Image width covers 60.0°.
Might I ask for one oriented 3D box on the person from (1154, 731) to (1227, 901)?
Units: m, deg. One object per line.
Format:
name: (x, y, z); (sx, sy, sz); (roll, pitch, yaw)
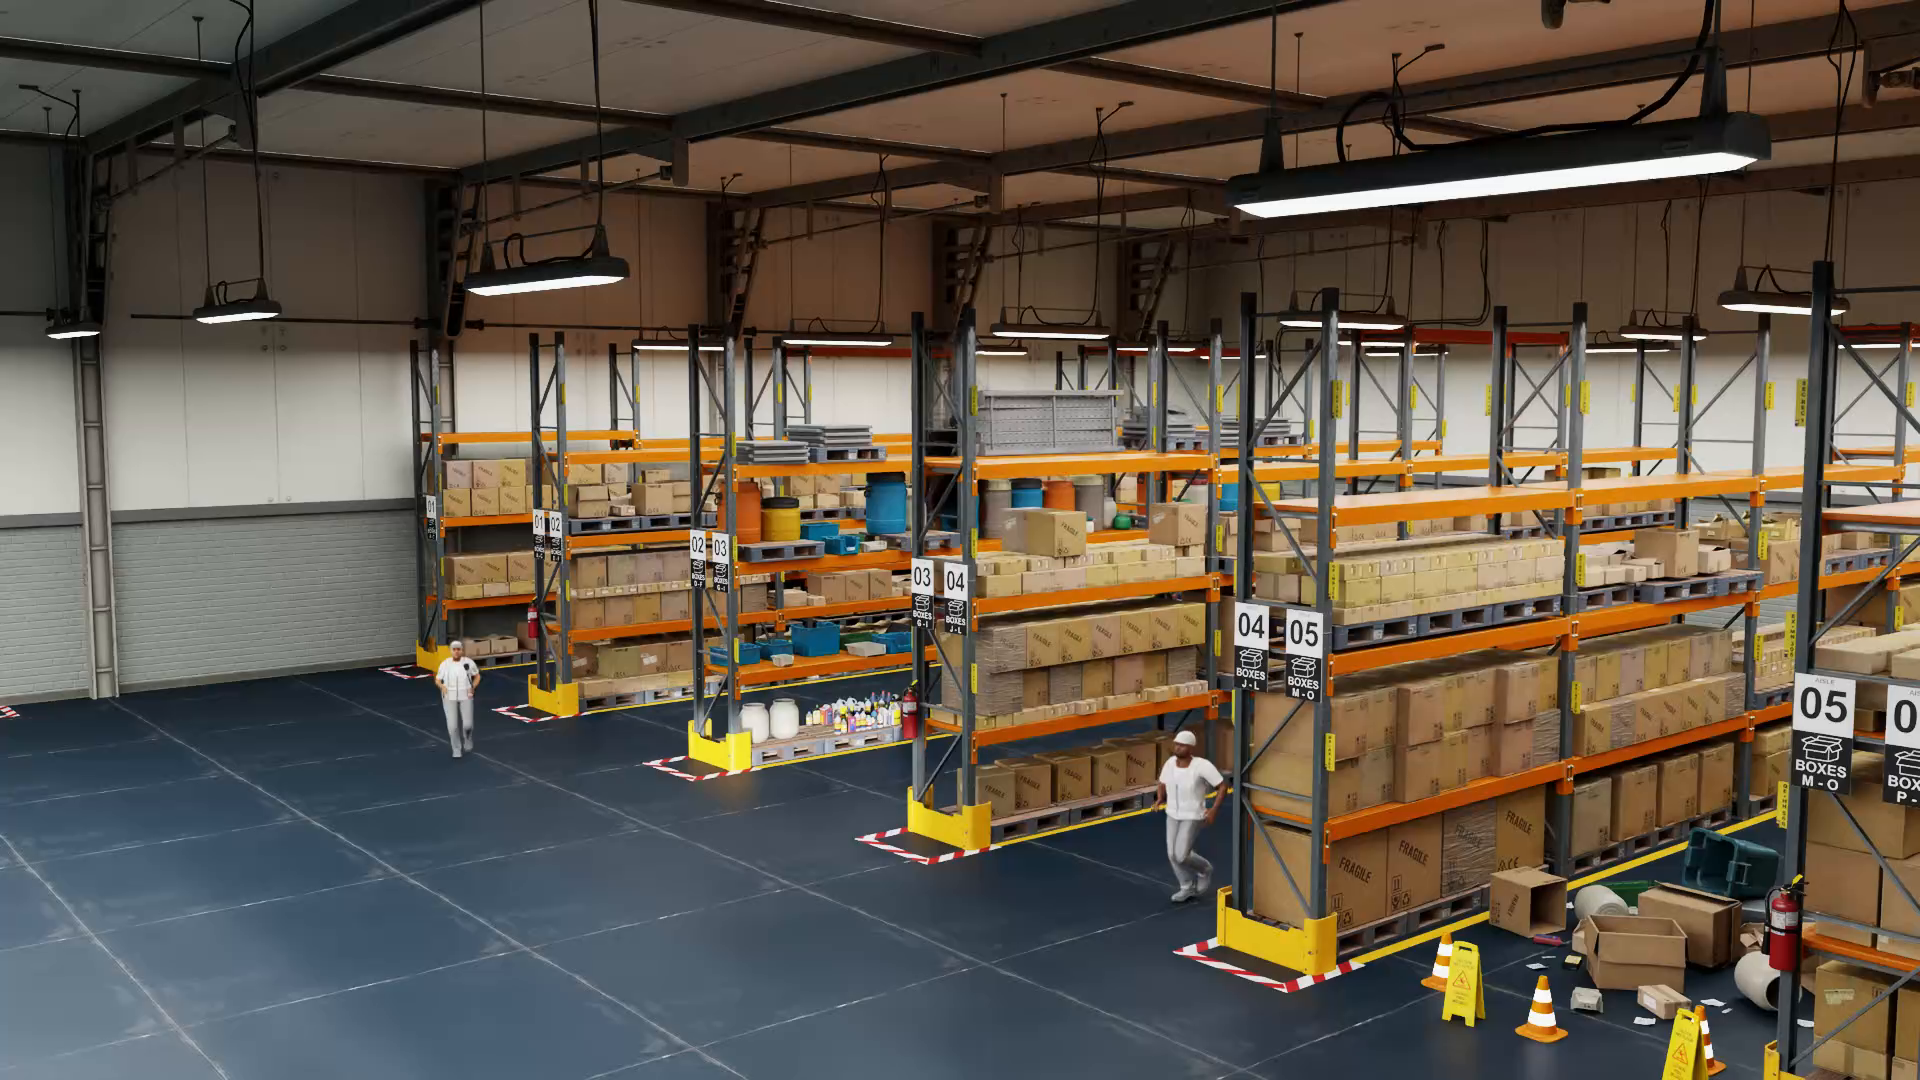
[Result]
person: (2.261, 2.765, 16.656); (0.733, 1.727, 0.601); (5, 7, 43)

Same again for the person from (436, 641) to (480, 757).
person: (-6.980, 2.216, 23.137); (0.600, 1.620, 0.540); (-1, 5, -16)
